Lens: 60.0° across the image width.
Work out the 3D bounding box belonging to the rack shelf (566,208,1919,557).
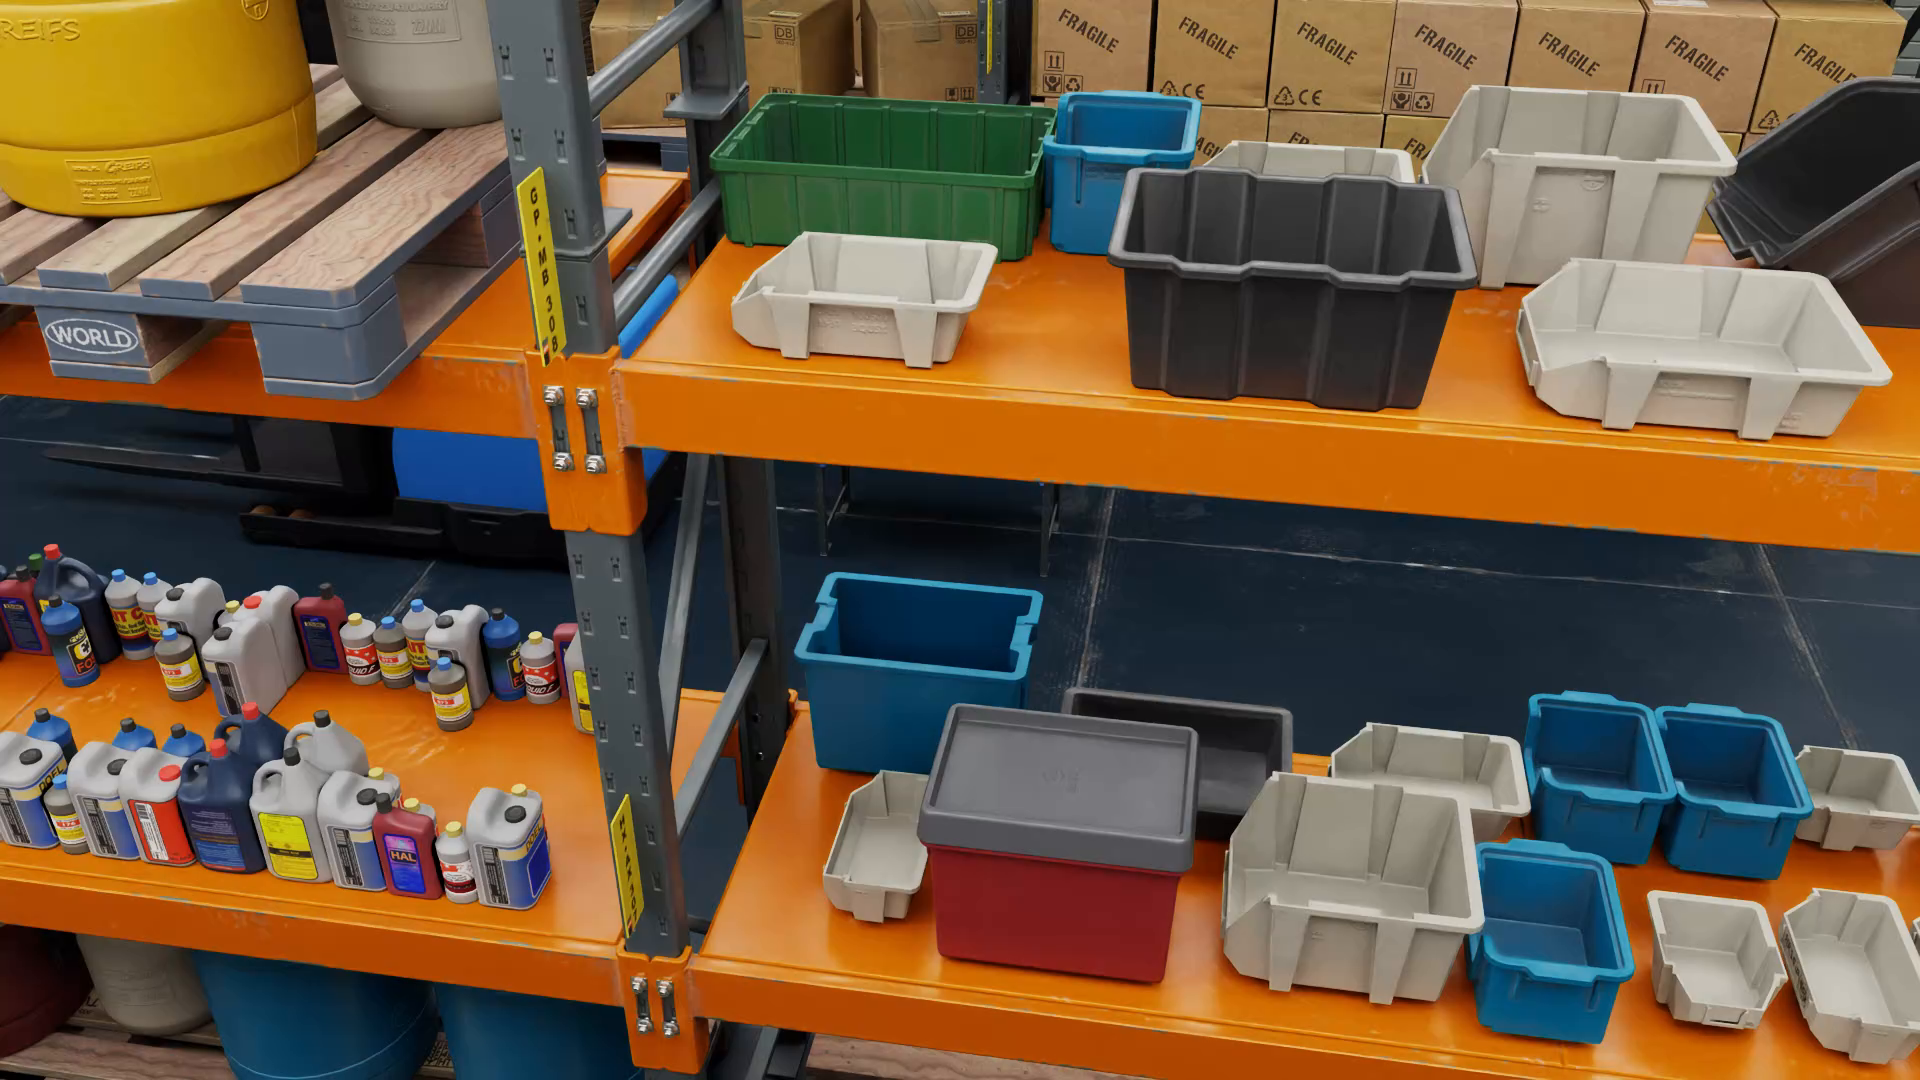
[{"bbox_3d":[1.358,-0.260,3.190,4.000,0.370,1.077,5,32,8],"label":"rack shelf"}]

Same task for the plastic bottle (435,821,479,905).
[{"bbox_3d":[-1.176,0.750,3.912,0.097,0.201,0.097,0,32,0],"label":"plastic bottle"}]

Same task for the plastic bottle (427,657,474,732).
[{"bbox_3d":[-1.369,0.405,4.462,0.097,0.201,0.097,0,32,0],"label":"plastic bottle"}]

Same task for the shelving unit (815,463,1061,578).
[{"bbox_3d":[-0.084,-0.643,7.364,1.048,1.500,0.538,5,32,8],"label":"shelving unit"}]

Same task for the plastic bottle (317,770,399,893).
[{"bbox_3d":[-1.417,0.681,3.951,0.135,0.276,0.152,5,32,8],"label":"plastic bottle"}]

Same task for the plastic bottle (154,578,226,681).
[{"bbox_3d":[-2.147,0.236,4.662,0.135,0.276,0.152,5,32,8],"label":"plastic bottle"}]

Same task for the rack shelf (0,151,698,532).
[{"bbox_3d":[-2.585,-0.617,3.760,4.000,0.370,1.077,5,32,8],"label":"rack shelf"}]

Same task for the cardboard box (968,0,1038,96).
[{"bbox_3d":[0.390,-3.911,12.801,0.750,0.750,0.750,6,32,9],"label":"cardboard box"}]

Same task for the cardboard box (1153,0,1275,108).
[{"bbox_3d":[1.149,-2.294,7.551,0.500,0.500,0.500,4,32,7],"label":"cardboard box"}]

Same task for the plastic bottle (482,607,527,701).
[{"bbox_3d":[-1.248,0.305,4.557,0.097,0.271,0.097,0,32,0],"label":"plastic bottle"}]

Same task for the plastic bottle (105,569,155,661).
[{"bbox_3d":[-2.353,0.205,4.717,0.097,0.271,0.097,0,32,0],"label":"plastic bottle"}]

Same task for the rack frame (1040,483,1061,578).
[{"bbox_3d":[0.417,-0.598,7.292,0.032,1.500,0.500,5,32,8],"label":"rack frame"}]

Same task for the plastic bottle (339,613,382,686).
[{"bbox_3d":[-1.668,0.297,4.636,0.097,0.201,0.097,0,32,0],"label":"plastic bottle"}]

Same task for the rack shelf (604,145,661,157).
[{"bbox_3d":[-1.748,-1.936,8.694,4.000,0.370,1.077,5,32,8],"label":"rack shelf"}]

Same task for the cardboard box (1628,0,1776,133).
[{"bbox_3d":[3.183,-2.112,7.261,0.500,0.500,0.500,6,33,10],"label":"cardboard box"}]

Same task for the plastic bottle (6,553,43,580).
[{"bbox_3d":[-2.646,0.163,4.772,0.133,0.283,0.061,5,32,8],"label":"plastic bottle"}]

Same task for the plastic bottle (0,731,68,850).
[{"bbox_3d":[-2.275,0.604,4.075,0.135,0.276,0.152,5,32,8],"label":"plastic bottle"}]

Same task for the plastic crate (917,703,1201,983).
[{"bbox_3d":[0.224,0.686,3.710,0.583,0.464,0.402,5,32,8],"label":"plastic crate"}]

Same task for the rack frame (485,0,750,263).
[{"bbox_3d":[-0.614,-2.015,2.488,0.127,3.000,1.000,5,32,8],"label":"rack frame"}]

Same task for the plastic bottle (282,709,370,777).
[{"bbox_3d":[-1.551,0.562,4.071,0.185,0.351,0.144,5,32,8],"label":"plastic bottle"}]

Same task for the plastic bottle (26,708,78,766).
[{"bbox_3d":[-2.273,0.539,4.183,0.097,0.271,0.097,0,32,0],"label":"plastic bottle"}]

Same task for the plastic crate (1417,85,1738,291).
[{"bbox_3d":[1.196,-0.696,3.319,0.530,0.282,0.437,5,32,8],"label":"plastic crate"}]

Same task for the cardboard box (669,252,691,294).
[{"bbox_3d":[-1.292,-1.177,8.745,0.500,0.500,0.500,6,32,9],"label":"cardboard box"}]

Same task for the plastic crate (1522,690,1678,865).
[{"bbox_3d":[1.547,0.592,4.079,0.300,0.233,0.416,5,32,8],"label":"plastic crate"}]

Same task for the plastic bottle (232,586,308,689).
[{"bbox_3d":[-1.919,0.257,4.629,0.135,0.276,0.152,5,32,8],"label":"plastic bottle"}]

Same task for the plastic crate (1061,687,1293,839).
[{"bbox_3d":[0.535,0.578,4.202,0.590,0.125,0.437,5,32,8],"label":"plastic crate"}]

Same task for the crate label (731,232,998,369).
[{"bbox_3d":[-0.180,-0.437,3.043,0.466,0.136,0.293,5,32,8],"label":"crate label"}]

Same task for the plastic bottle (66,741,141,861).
[{"bbox_3d":[-2.047,0.624,4.042,0.135,0.276,0.152,5,32,8],"label":"plastic bottle"}]

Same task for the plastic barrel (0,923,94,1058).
[{"bbox_3d":[-2.959,1.150,4.962,0.708,0.588,0.600,5,32,8],"label":"plastic barrel"}]

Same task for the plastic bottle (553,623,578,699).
[{"bbox_3d":[-1.035,0.309,4.539,0.133,0.283,0.061,5,32,8],"label":"plastic bottle"}]

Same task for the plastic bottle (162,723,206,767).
[{"bbox_3d":[-1.911,0.572,4.131,0.097,0.271,0.097,0,32,0],"label":"plastic bottle"}]

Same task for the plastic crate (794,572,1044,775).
[{"bbox_3d":[-0.096,0.372,4.287,0.575,0.384,0.392,5,32,8],"label":"plastic crate"}]

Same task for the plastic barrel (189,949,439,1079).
[{"bbox_3d":[-1.845,1.118,4.718,0.708,0.901,0.600,5,32,8],"label":"plastic barrel"}]

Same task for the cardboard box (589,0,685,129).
[{"bbox_3d":[-1.529,-2.408,8.281,0.500,0.500,0.700,-3,32,-4],"label":"cardboard box"}]

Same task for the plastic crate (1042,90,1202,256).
[{"bbox_3d":[0.337,-0.759,3.465,0.300,0.233,0.416,5,32,8],"label":"plastic crate"}]

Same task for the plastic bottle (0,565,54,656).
[{"bbox_3d":[-2.656,0.195,4.721,0.133,0.283,0.061,5,32,8],"label":"plastic bottle"}]

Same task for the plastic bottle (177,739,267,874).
[{"bbox_3d":[-1.757,0.621,3.977,0.185,0.351,0.144,5,32,8],"label":"plastic bottle"}]

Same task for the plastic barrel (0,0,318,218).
[{"bbox_3d":[-1.548,-0.977,3.083,0.600,0.588,0.600,0,32,0],"label":"plastic barrel"}]

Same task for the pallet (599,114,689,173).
[{"bbox_3d":[-1.802,-2.167,8.566,1.213,0.211,1.003,5,32,8],"label":"pallet"}]

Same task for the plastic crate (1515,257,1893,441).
[{"bbox_3d":[1.250,-0.330,2.871,0.530,0.136,0.437,5,32,8],"label":"plastic crate"}]

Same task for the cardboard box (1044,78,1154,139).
[{"bbox_3d":[0.680,-1.917,7.891,0.500,0.500,0.500,6,33,9],"label":"cardboard box"}]

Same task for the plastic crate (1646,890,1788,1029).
[{"bbox_3d":[1.638,0.931,3.628,0.250,0.136,0.298,5,32,8],"label":"plastic crate"}]

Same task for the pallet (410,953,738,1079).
[{"bbox_3d":[-1.367,1.619,4.965,1.213,0.211,1.003,5,32,8],"label":"pallet"}]

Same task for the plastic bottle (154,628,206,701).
[{"bbox_3d":[-2.150,0.335,4.575,0.097,0.201,0.097,0,32,0],"label":"plastic bottle"}]

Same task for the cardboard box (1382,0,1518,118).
[{"bbox_3d":[2.165,-2.202,7.404,0.500,0.500,0.500,6,33,10],"label":"cardboard box"}]

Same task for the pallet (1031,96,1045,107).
[{"bbox_3d":[0.280,-3.501,13.145,1.213,0.211,1.003,5,32,8],"label":"pallet"}]

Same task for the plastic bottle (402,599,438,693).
[{"bbox_3d":[-1.476,0.284,4.590,0.097,0.271,0.097,0,32,0],"label":"plastic bottle"}]

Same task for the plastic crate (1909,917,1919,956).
[{"bbox_3d":[2.212,0.959,3.582,0.243,0.136,0.396,5,32,8],"label":"plastic crate"}]

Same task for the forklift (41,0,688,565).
[{"bbox_3d":[-2.866,-1.484,7.358,3.031,2.935,1.130,6,33,9],"label":"forklift"}]

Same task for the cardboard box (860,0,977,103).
[{"bbox_3d":[-0.206,-2.442,8.335,0.500,0.500,0.700,-5,32,-8],"label":"cardboard box"}]

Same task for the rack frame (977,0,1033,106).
[{"bbox_3d":[0.223,-2.063,8.218,0.127,3.000,1.000,5,32,8],"label":"rack frame"}]

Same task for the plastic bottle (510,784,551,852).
[{"bbox_3d":[-1.054,0.679,4.026,0.097,0.201,0.097,0,32,0],"label":"plastic bottle"}]

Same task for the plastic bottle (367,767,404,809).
[{"bbox_3d":[-1.414,0.646,4.078,0.097,0.201,0.097,0,32,0],"label":"plastic bottle"}]

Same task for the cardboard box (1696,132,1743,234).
[{"bbox_3d":[3.167,-1.690,7.529,0.500,0.500,0.500,5,32,9],"label":"cardboard box"}]

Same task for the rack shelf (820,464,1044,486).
[{"bbox_3d":[-0.084,-0.491,7.460,1.000,0.185,0.538,5,32,8],"label":"rack shelf"}]

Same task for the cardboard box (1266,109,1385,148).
[{"bbox_3d":[1.678,-1.827,7.748,0.500,0.500,0.500,5,32,8],"label":"cardboard box"}]

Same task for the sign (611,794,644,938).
[{"bbox_3d":[-0.708,0.698,3.547,0.005,0.325,0.100,5,32,8],"label":"sign"}]

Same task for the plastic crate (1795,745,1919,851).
[{"bbox_3d":[2.170,0.644,4.085,0.298,0.136,0.250,5,32,8],"label":"plastic crate"}]
